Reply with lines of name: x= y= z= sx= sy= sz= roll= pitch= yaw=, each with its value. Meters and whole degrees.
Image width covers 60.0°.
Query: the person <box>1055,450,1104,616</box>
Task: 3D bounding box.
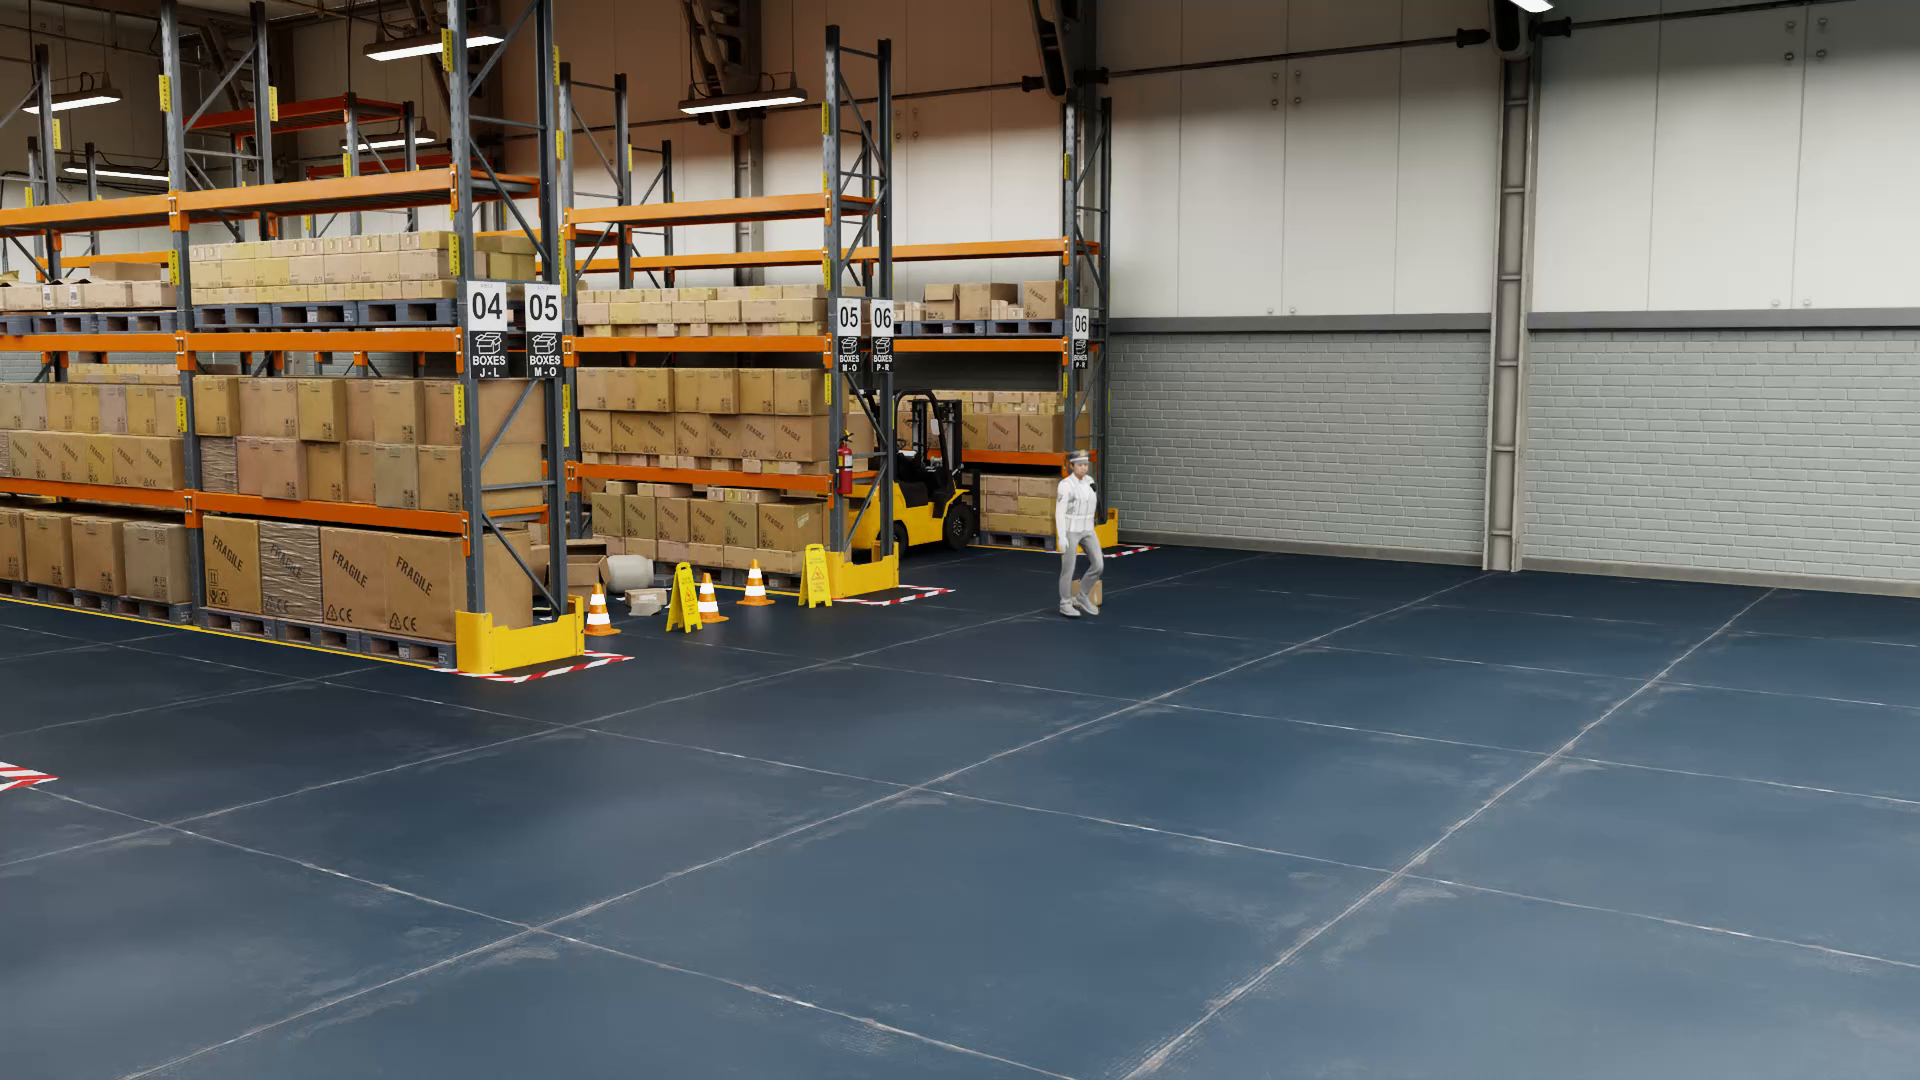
person: x=1.142 y=-0.069 z=16.384 sx=0.514 sy=1.662 sz=0.488 roll=-4 pitch=7 yaw=-30
